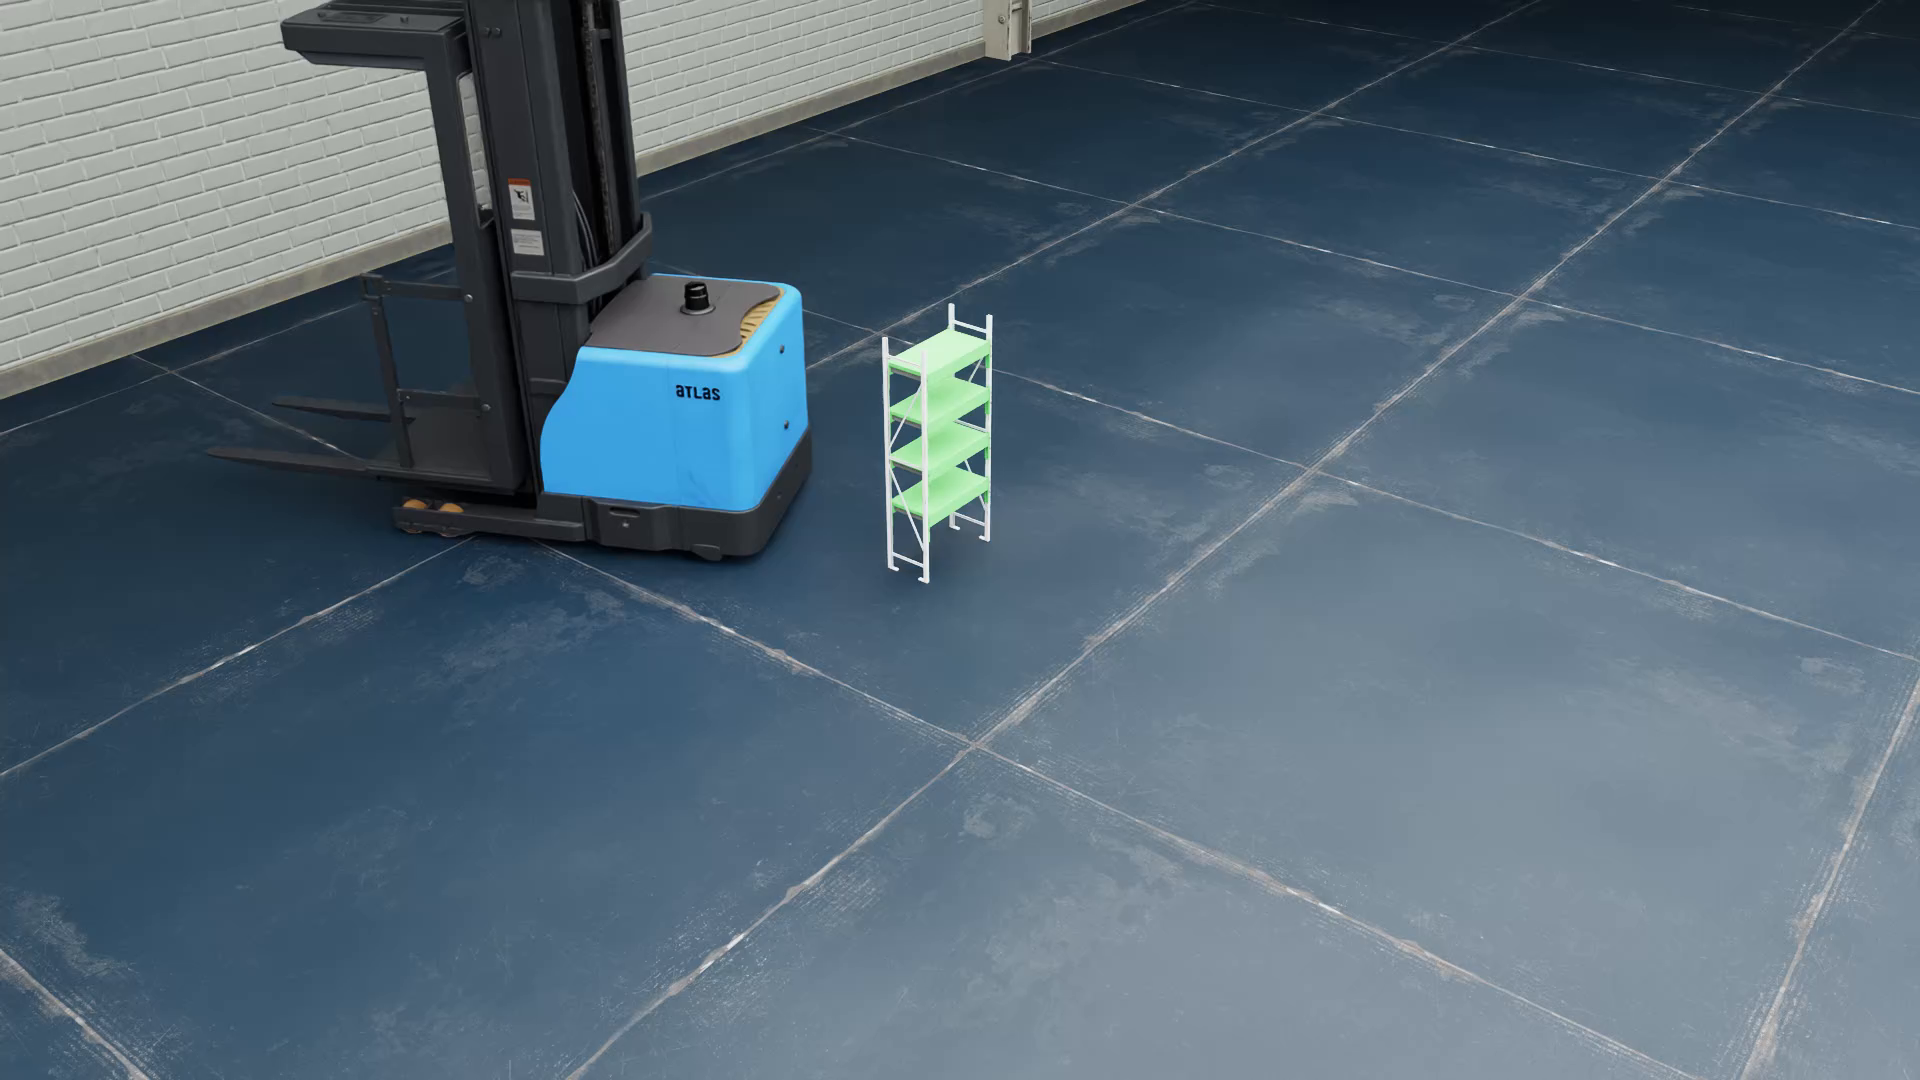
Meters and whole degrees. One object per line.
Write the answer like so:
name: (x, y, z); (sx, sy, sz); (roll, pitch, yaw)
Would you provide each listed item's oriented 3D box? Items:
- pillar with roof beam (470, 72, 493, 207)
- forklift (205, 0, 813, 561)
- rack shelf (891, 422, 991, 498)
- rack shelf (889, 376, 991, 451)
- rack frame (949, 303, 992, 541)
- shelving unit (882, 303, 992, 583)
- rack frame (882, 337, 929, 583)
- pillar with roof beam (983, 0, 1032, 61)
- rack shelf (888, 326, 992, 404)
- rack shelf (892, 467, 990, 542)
pillar with roof beam: (0.271, -4.867, 7.636); (9.100, 9.000, 0.400); (21, 37, 31)
forklift: (-2.348, -1.529, 7.955); (3.031, 2.935, 1.130); (6, 31, 10)
rack shelf: (-0.100, -0.394, 7.863); (0.258, 0.148, 0.480); (21, 37, 31)
rack shelf: (-0.100, -0.600, 7.741); (0.258, 0.148, 0.480); (21, 37, 31)
rack frame: (0.047, -0.548, 7.998); (0.240, 1.200, 0.015); (21, 37, 31)
shelving unit: (-0.100, -0.449, 7.831); (0.258, 1.200, 0.503); (21, 37, 31)
rack frame: (-0.247, -0.350, 7.663); (0.240, 1.200, 0.015); (21, 37, 31)
pillar with roof beam: (3.893, -7.306, 11.751); (9.100, 9.000, 0.400); (21, 37, 31)
rack shelf: (-0.100, -0.807, 7.618); (0.258, 0.148, 0.480); (21, 37, 31)
rack shelf: (-0.100, -0.187, 7.986); (0.258, 0.148, 0.480); (21, 37, 31)
